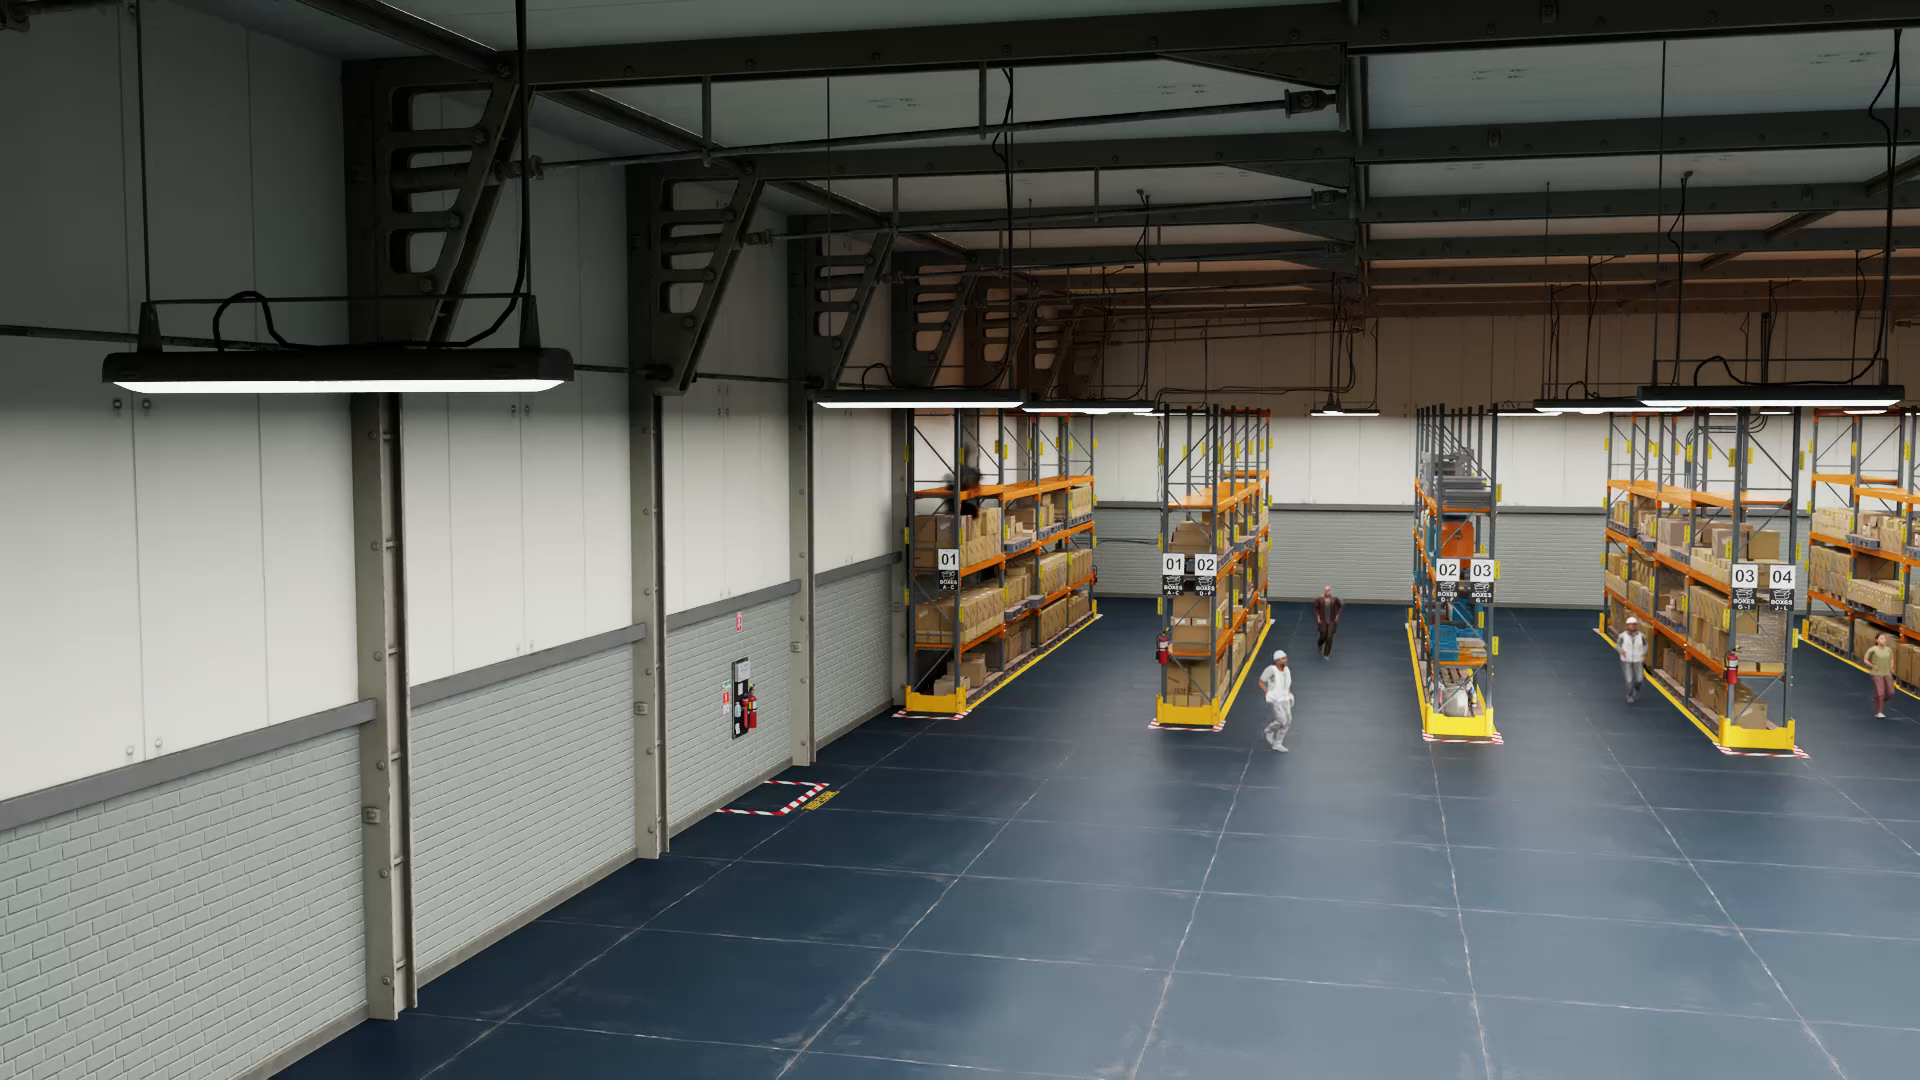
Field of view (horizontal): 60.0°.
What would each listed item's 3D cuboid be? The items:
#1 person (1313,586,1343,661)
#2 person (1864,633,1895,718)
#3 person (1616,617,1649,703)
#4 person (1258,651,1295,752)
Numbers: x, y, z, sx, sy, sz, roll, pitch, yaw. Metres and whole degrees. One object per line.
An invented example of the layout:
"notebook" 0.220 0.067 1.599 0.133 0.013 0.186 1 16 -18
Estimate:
"person" 8.784 1.969 39.726 0.712 1.758 0.735 1 4 10
"person" 17.647 2.587 31.886 0.577 1.620 0.563 0 4 4
"person" 13.500 2.420 33.372 0.635 1.727 0.564 1 4 15
"person" 5.505 2.773 28.667 0.716 1.740 0.540 -3 5 -34
